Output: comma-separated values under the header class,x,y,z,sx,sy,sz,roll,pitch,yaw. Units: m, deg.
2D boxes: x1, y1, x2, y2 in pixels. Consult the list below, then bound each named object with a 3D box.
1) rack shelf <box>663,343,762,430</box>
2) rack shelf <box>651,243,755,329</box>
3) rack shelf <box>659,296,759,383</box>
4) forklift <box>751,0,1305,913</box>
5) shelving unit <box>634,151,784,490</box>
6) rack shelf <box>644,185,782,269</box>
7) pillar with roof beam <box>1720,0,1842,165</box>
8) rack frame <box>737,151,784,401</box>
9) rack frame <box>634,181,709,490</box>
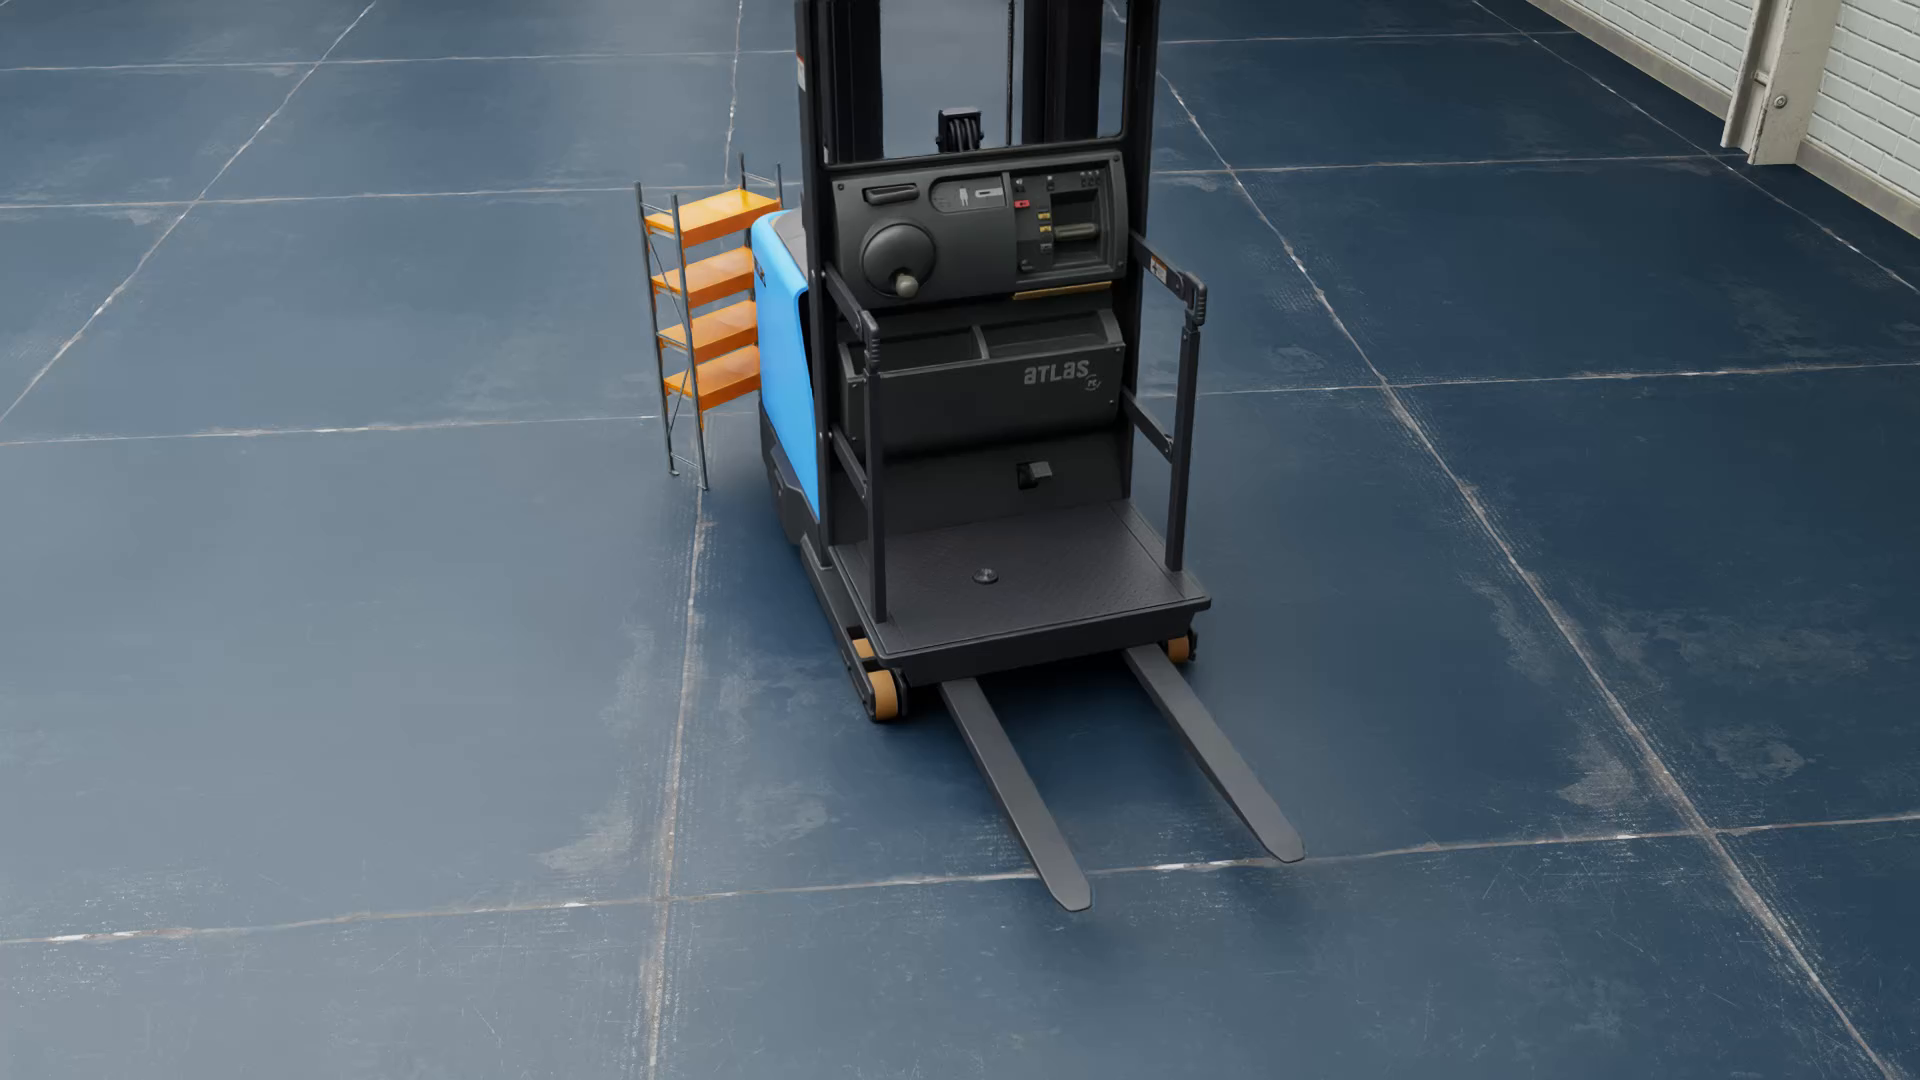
class,x,y,z,sx,sy,sz,roll,pitch,yaw
rack shelf,-0.922,-0.619,6.627,0.258,0.148,0.480,25,39,38
rack shelf,-0.931,-0.985,6.417,0.258,0.148,0.480,25,39,38
rack shelf,-0.926,-0.791,6.528,0.258,0.148,0.480,25,39,38
forklift,0.139,-0.912,4.919,1.130,2.935,3.031,-9,32,-15
shelving unit,-0.928,-0.849,6.495,0.258,1.200,0.503,25,39,38
rack shelf,-0.935,-1.191,6.300,0.258,0.148,0.480,25,39,38
pillar with roof beam,0.630,-6.032,7.574,9.100,9.000,0.400,-3,31,-5
rack frame,-0.758,-0.940,6.646,0.240,1.200,0.015,25,39,38
rack frame,-1.097,-0.759,6.344,0.240,1.200,0.015,25,39,38
